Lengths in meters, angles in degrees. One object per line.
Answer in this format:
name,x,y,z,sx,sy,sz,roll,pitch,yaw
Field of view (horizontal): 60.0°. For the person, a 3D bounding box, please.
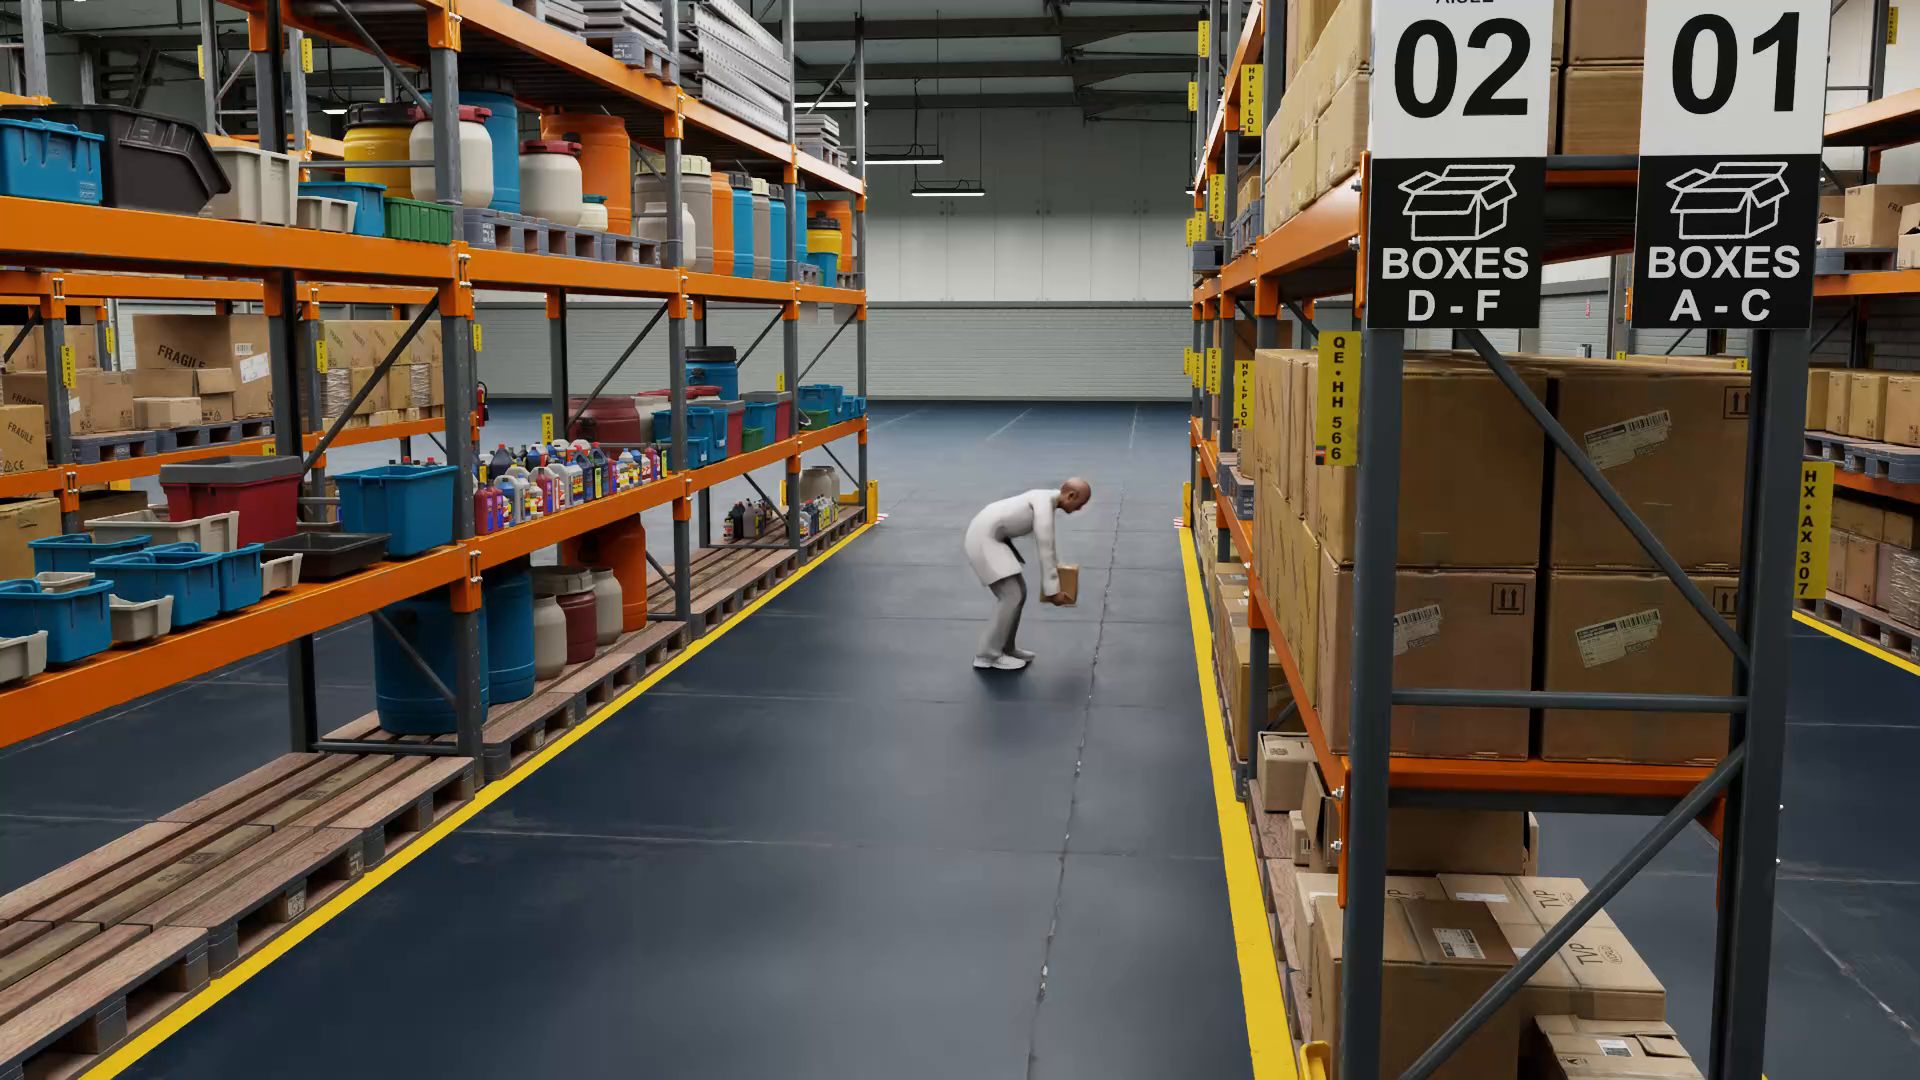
person,0.477,0.230,11.780,0.889,1.340,0.558,1,7,4
